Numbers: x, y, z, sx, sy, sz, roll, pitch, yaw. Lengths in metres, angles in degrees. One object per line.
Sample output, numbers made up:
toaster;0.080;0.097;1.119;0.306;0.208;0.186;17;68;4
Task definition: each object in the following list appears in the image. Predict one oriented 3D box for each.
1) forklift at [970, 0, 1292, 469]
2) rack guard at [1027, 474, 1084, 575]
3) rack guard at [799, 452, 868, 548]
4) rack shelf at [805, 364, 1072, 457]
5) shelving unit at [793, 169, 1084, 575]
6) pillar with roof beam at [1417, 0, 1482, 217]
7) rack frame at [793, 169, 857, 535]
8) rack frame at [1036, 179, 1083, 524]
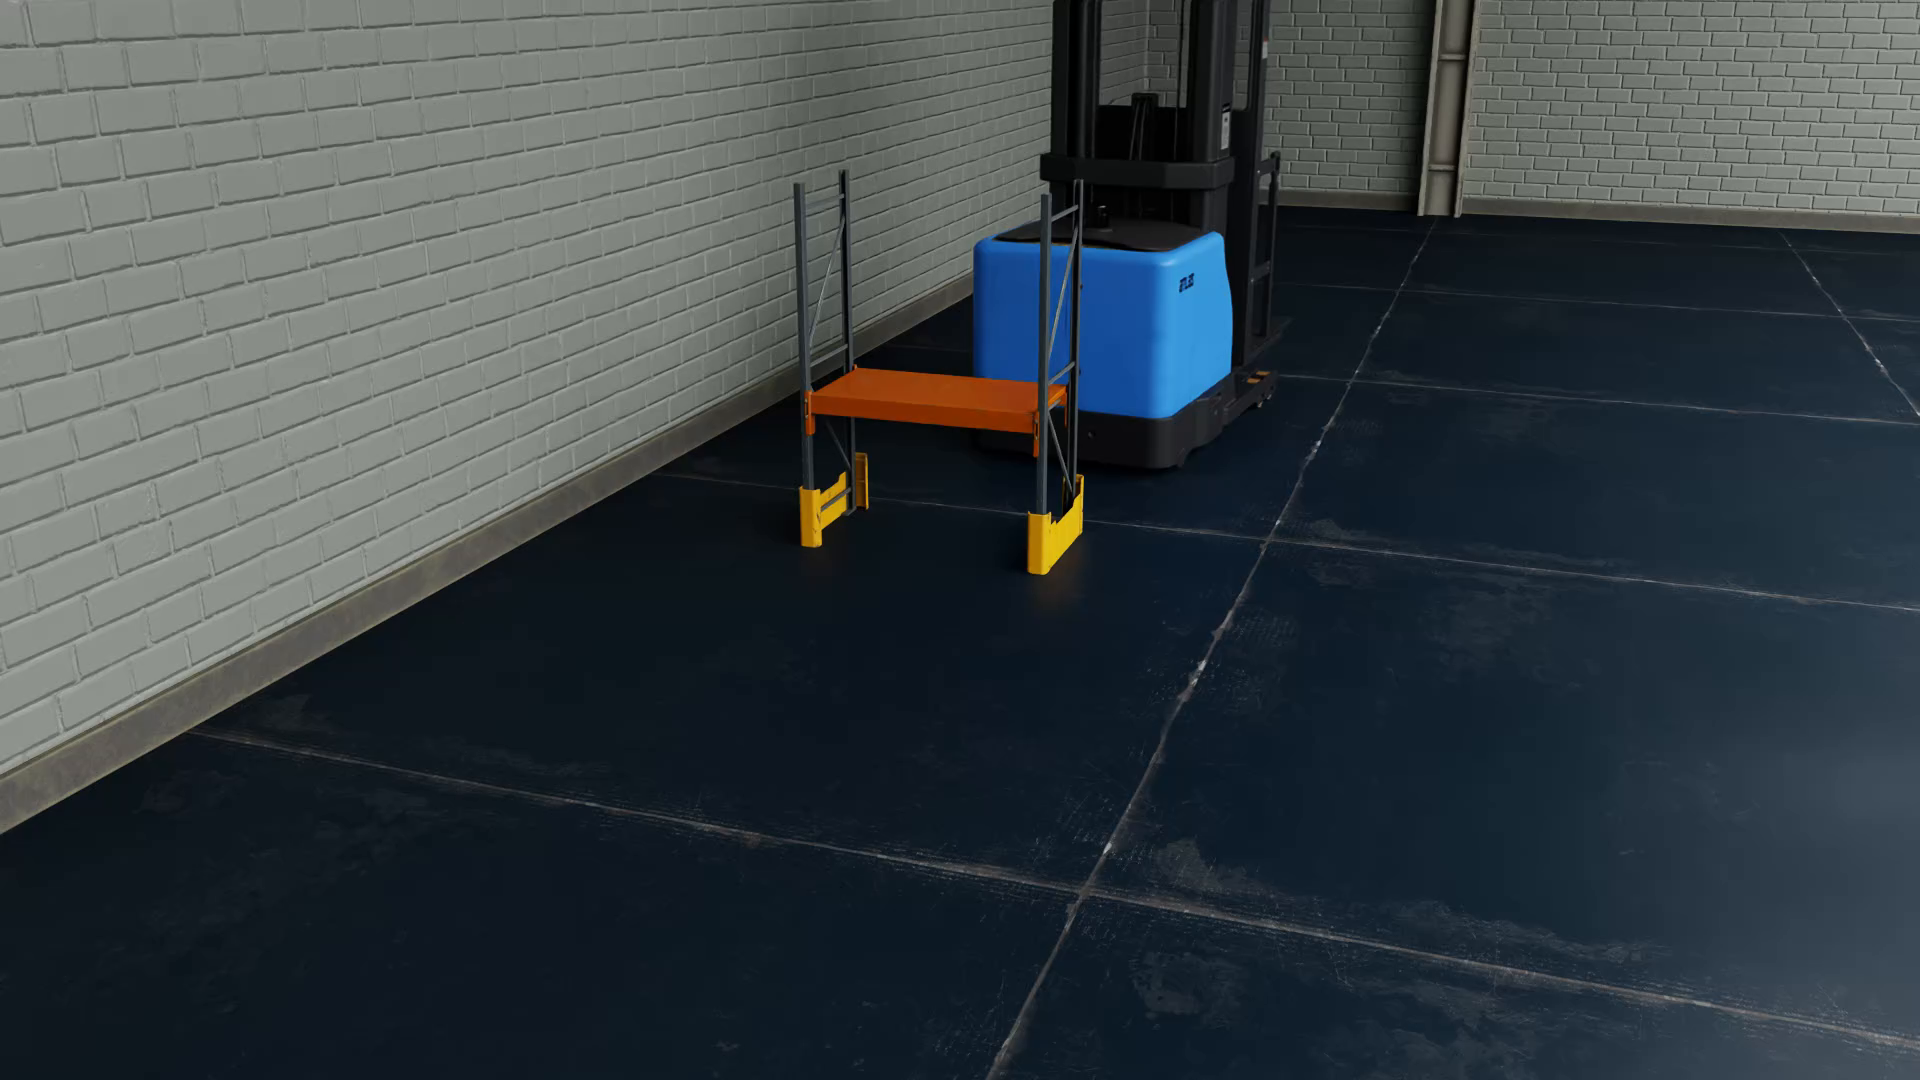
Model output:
forklift;1.130;-2.163;8.828;1.130;2.935;3.031;9;21;23
rack guard;0.398;-0.072;6.904;0.087;0.250;0.587;7;20;18
rack guard;-0.542;-0.180;7.213;0.087;0.250;0.587;7;20;18
rack shelf;-0.081;-0.548;6.915;1.000;0.185;0.538;7;20;18
shelving unit;-0.072;-0.716;6.853;1.083;1.500;0.587;7;20;18
pillar with roof beam;3.244;-6.077;10.837;0.400;9.000;9.100;7;20;18
rack frame;-0.561;-0.772;7.013;0.032;1.500;0.500;7;20;18
rack frame;0.400;-0.663;6.698;0.032;1.500;0.500;7;20;18
